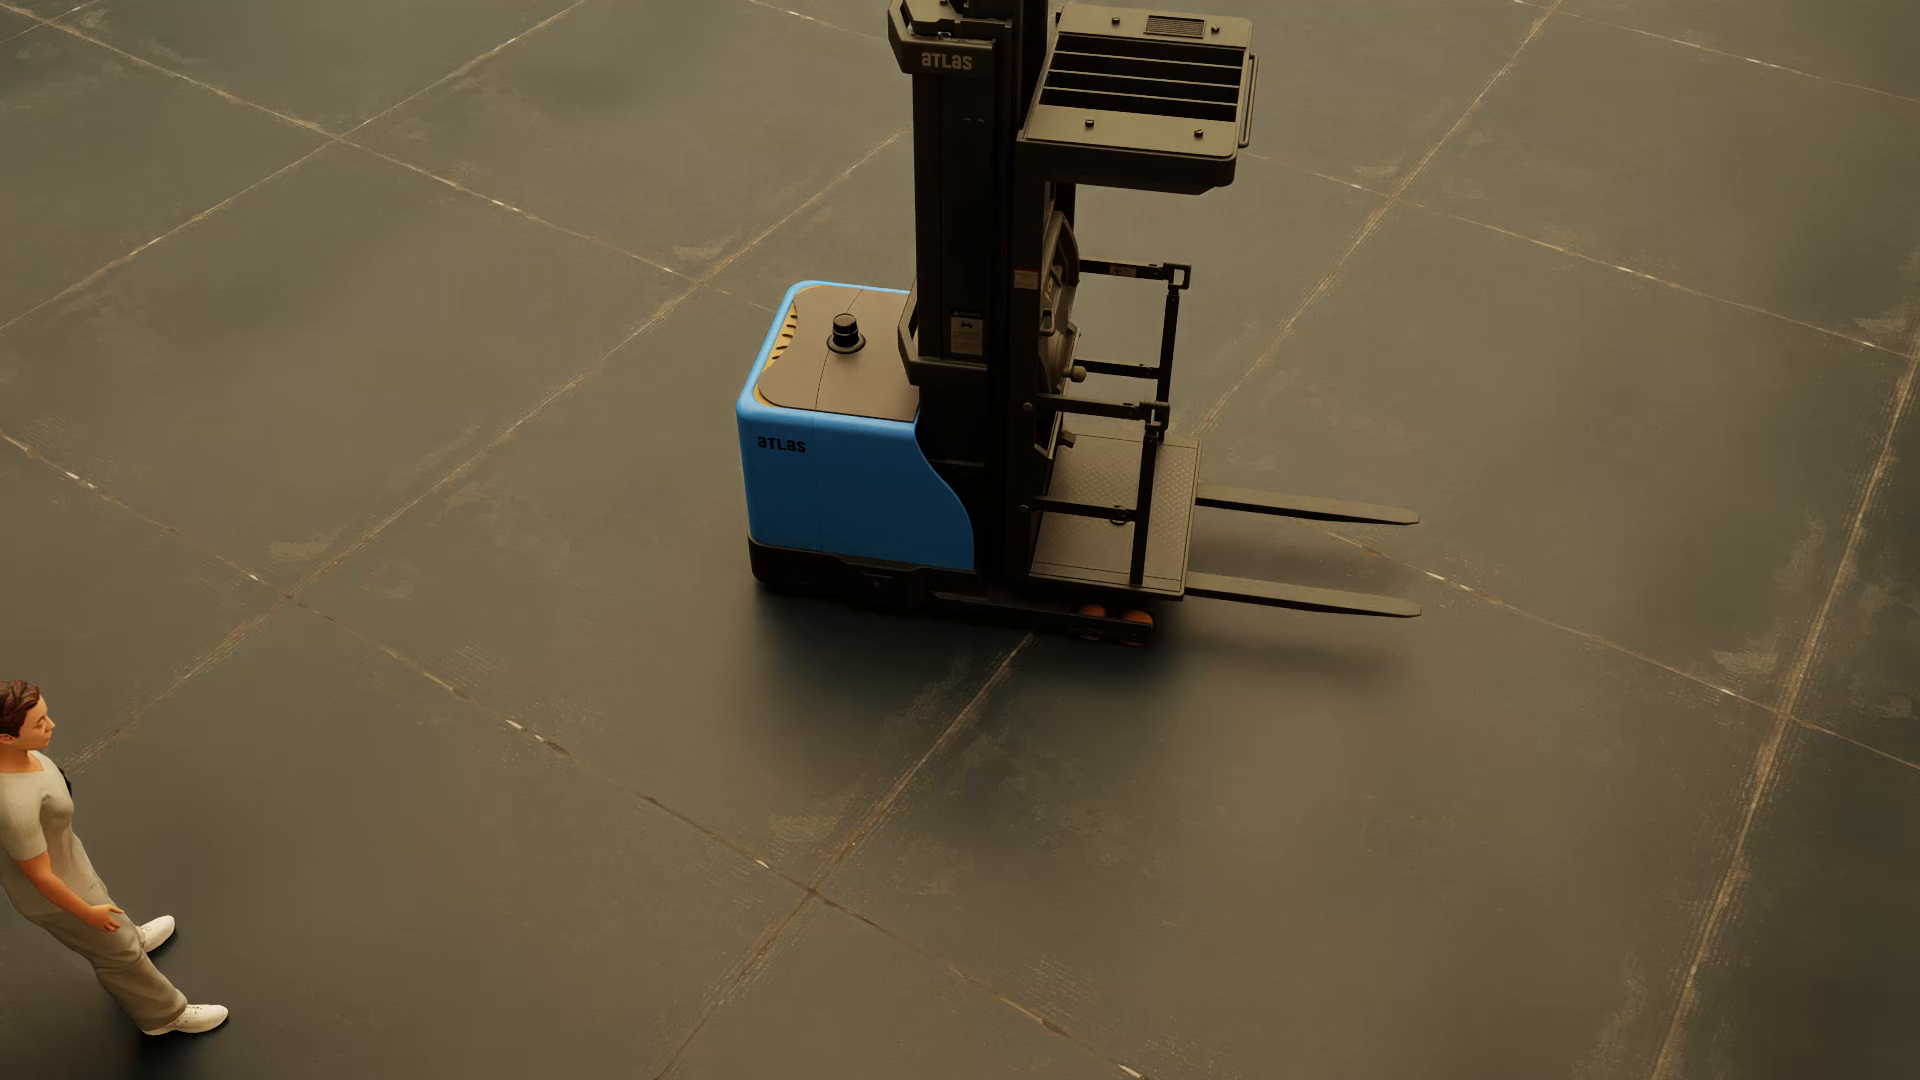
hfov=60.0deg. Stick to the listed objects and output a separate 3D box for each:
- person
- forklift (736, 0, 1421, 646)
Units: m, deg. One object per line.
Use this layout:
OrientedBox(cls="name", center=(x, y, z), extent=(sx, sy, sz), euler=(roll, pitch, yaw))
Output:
OrientedBox(cls="person", center=(-2.996, 1.092, 5.616), extent=(0.402, 1.673, 0.611), euler=(-26, 49, -25))
OrientedBox(cls="forklift", center=(0.598, -0.987, 6.890), extent=(3.031, 2.935, 1.130), euler=(7, 44, 8))
